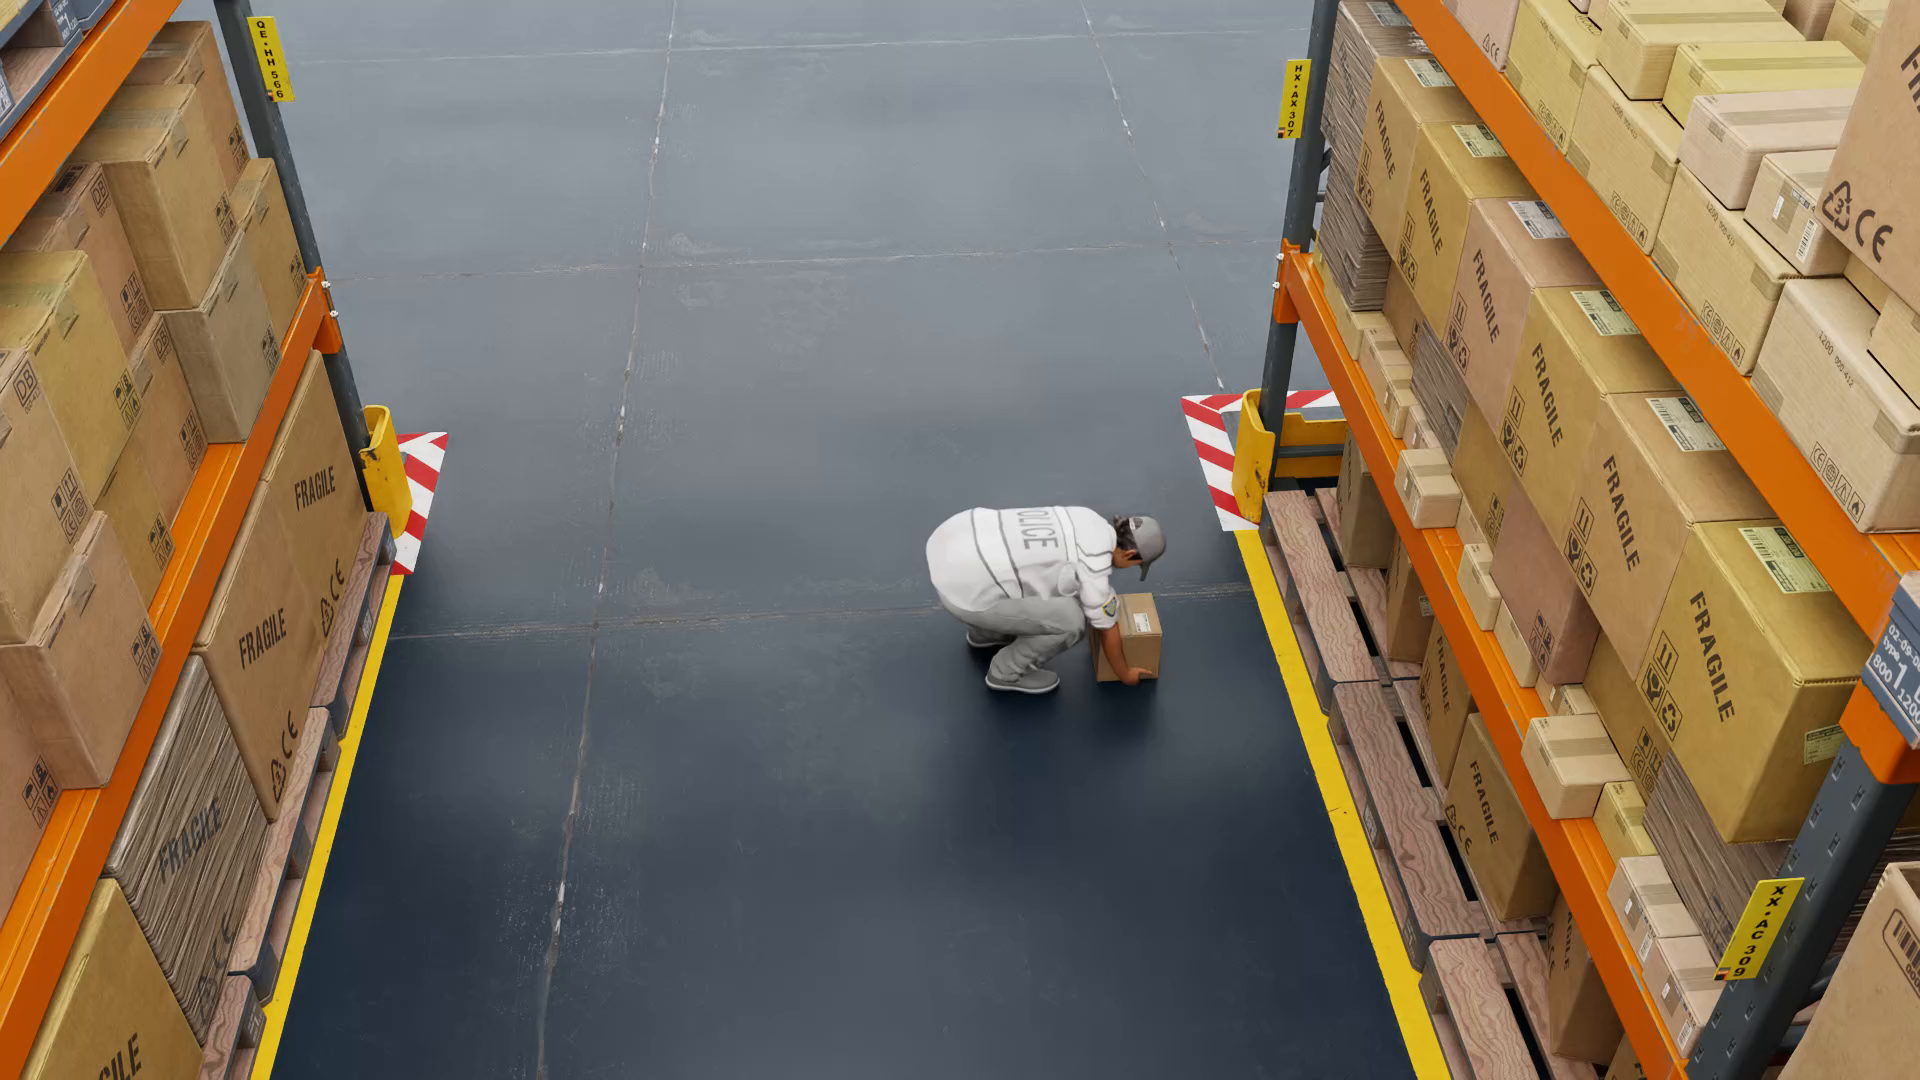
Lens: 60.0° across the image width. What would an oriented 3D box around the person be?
[{"bbox_3d":[0.341,0.210,6.627,0.941,0.772,0.505,-4,40,-5],"label":"person"}]
